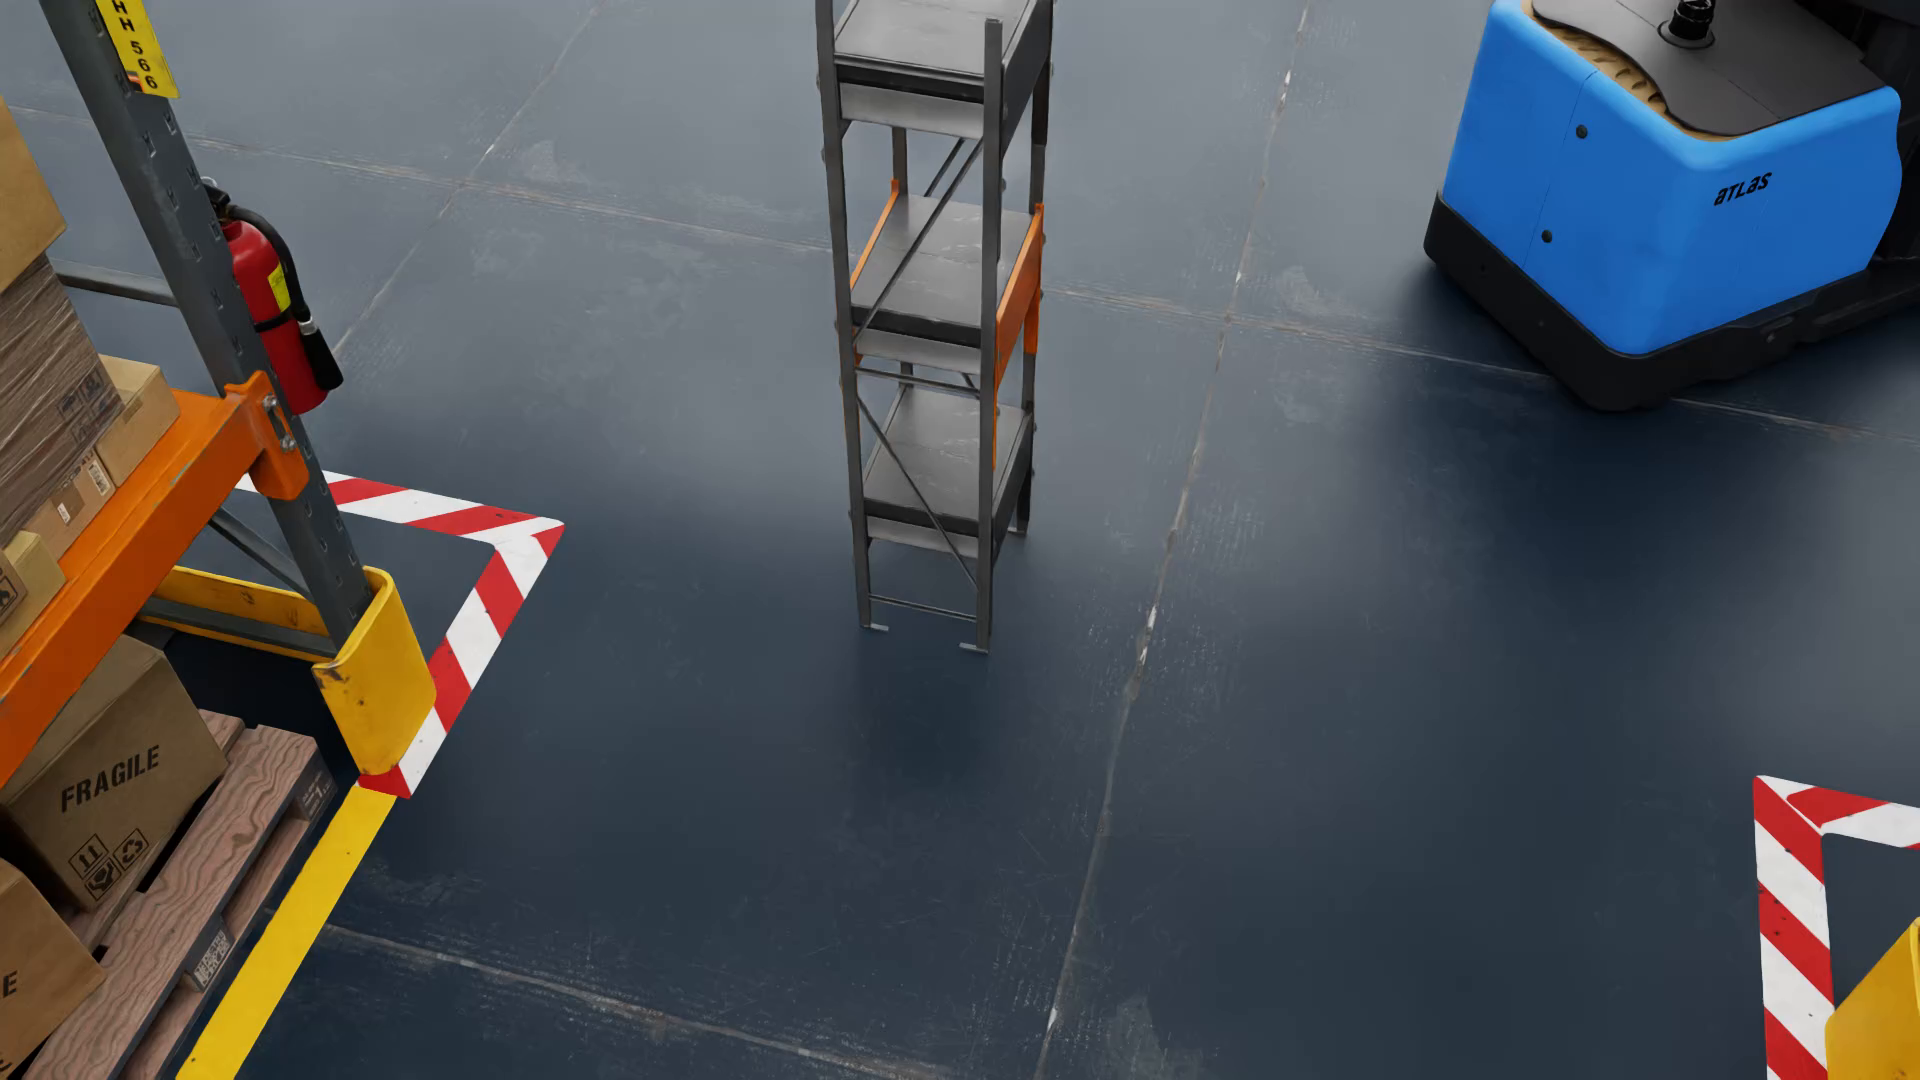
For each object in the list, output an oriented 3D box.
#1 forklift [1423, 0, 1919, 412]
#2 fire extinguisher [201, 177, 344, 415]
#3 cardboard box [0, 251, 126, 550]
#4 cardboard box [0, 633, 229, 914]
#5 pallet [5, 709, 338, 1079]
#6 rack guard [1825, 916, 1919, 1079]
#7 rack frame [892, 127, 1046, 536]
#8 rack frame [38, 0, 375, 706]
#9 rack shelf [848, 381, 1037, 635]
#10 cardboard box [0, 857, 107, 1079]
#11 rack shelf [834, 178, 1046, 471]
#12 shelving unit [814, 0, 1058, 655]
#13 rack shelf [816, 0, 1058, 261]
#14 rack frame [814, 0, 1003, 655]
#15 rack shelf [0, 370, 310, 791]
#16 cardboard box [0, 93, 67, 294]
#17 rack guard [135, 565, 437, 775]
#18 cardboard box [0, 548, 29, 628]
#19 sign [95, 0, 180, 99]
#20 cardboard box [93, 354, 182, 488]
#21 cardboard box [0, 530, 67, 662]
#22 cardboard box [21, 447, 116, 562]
[{"bbox_3d":[3.254,-2.177,5.217,3.031,2.935,1.130,-20,52,-17],"label":"forklift"},{"bbox_3d":[-1.625,-0.581,3.814,0.296,0.674,0.183,12,50,10],"label":"fire extinguisher"},{"bbox_3d":[-2.271,-0.354,3.297,0.875,0.500,0.500,12,50,10],"label":"cardboard box"},{"bbox_3d":[-2.280,0.522,4.176,0.500,0.500,0.500,20,52,17],"label":"cardboard box"},{"bbox_3d":[-2.367,0.943,4.277,1.003,0.211,1.213,12,50,10],"label":"pallet"},{"bbox_3d":[2.704,1.254,3.810,1.175,0.500,0.348,12,50,10],"label":"rack guard"},{"bbox_3d":[0.021,-0.752,4.513,0.400,2.100,0.015,12,50,10],"label":"rack frame"},{"bbox_3d":[-2.099,-0.615,3.792,1.000,3.000,0.127,12,50,10],"label":"rack frame"},{"bbox_3d":[-0.044,-0.103,4.892,0.431,0.518,0.480,12,50,10],"label":"rack shelf"},{"bbox_3d":[-2.404,0.961,3.788,0.500,0.500,0.500,24,53,20],"label":"cardboard box"},{"bbox_3d":[-0.044,-0.566,4.367,0.431,0.518,0.480,12,50,10],"label":"rack shelf"},{"bbox_3d":[-0.044,-0.575,4.357,0.431,2.100,0.503,12,50,10],"label":"shelving unit"},{"bbox_3d":[-0.044,-1.029,3.842,0.431,0.518,0.480,12,50,10],"label":"rack shelf"},{"bbox_3d":[-0.108,-0.399,4.201,0.400,2.100,0.015,12,50,10],"label":"rack frame"},{"bbox_3d":[-2.626,1.070,2.785,1.077,0.370,4.000,12,50,10],"label":"rack shelf"},{"bbox_3d":[-2.006,-0.631,2.874,0.500,0.500,0.500,12,50,10],"label":"cardboard box"},{"bbox_3d":[-2.119,0.267,4.681,1.175,0.500,0.348,12,50,10],"label":"rack guard"},{"bbox_3d":[-2.286,0.031,2.957,0.875,0.500,0.500,12,50,10],"label":"cardboard box"},{"bbox_3d":[-1.569,-0.979,3.130,0.100,0.325,0.005,12,50,10],"label":"sign"},{"bbox_3d":[-1.975,-0.285,3.668,0.380,0.149,0.250,12,50,10],"label":"cardboard box"},{"bbox_3d":[-2.058,0.087,3.340,0.380,0.149,0.250,12,50,10],"label":"cardboard box"},{"bbox_3d":[-2.042,-0.104,3.509,0.380,0.149,0.250,12,50,10],"label":"cardboard box"}]
